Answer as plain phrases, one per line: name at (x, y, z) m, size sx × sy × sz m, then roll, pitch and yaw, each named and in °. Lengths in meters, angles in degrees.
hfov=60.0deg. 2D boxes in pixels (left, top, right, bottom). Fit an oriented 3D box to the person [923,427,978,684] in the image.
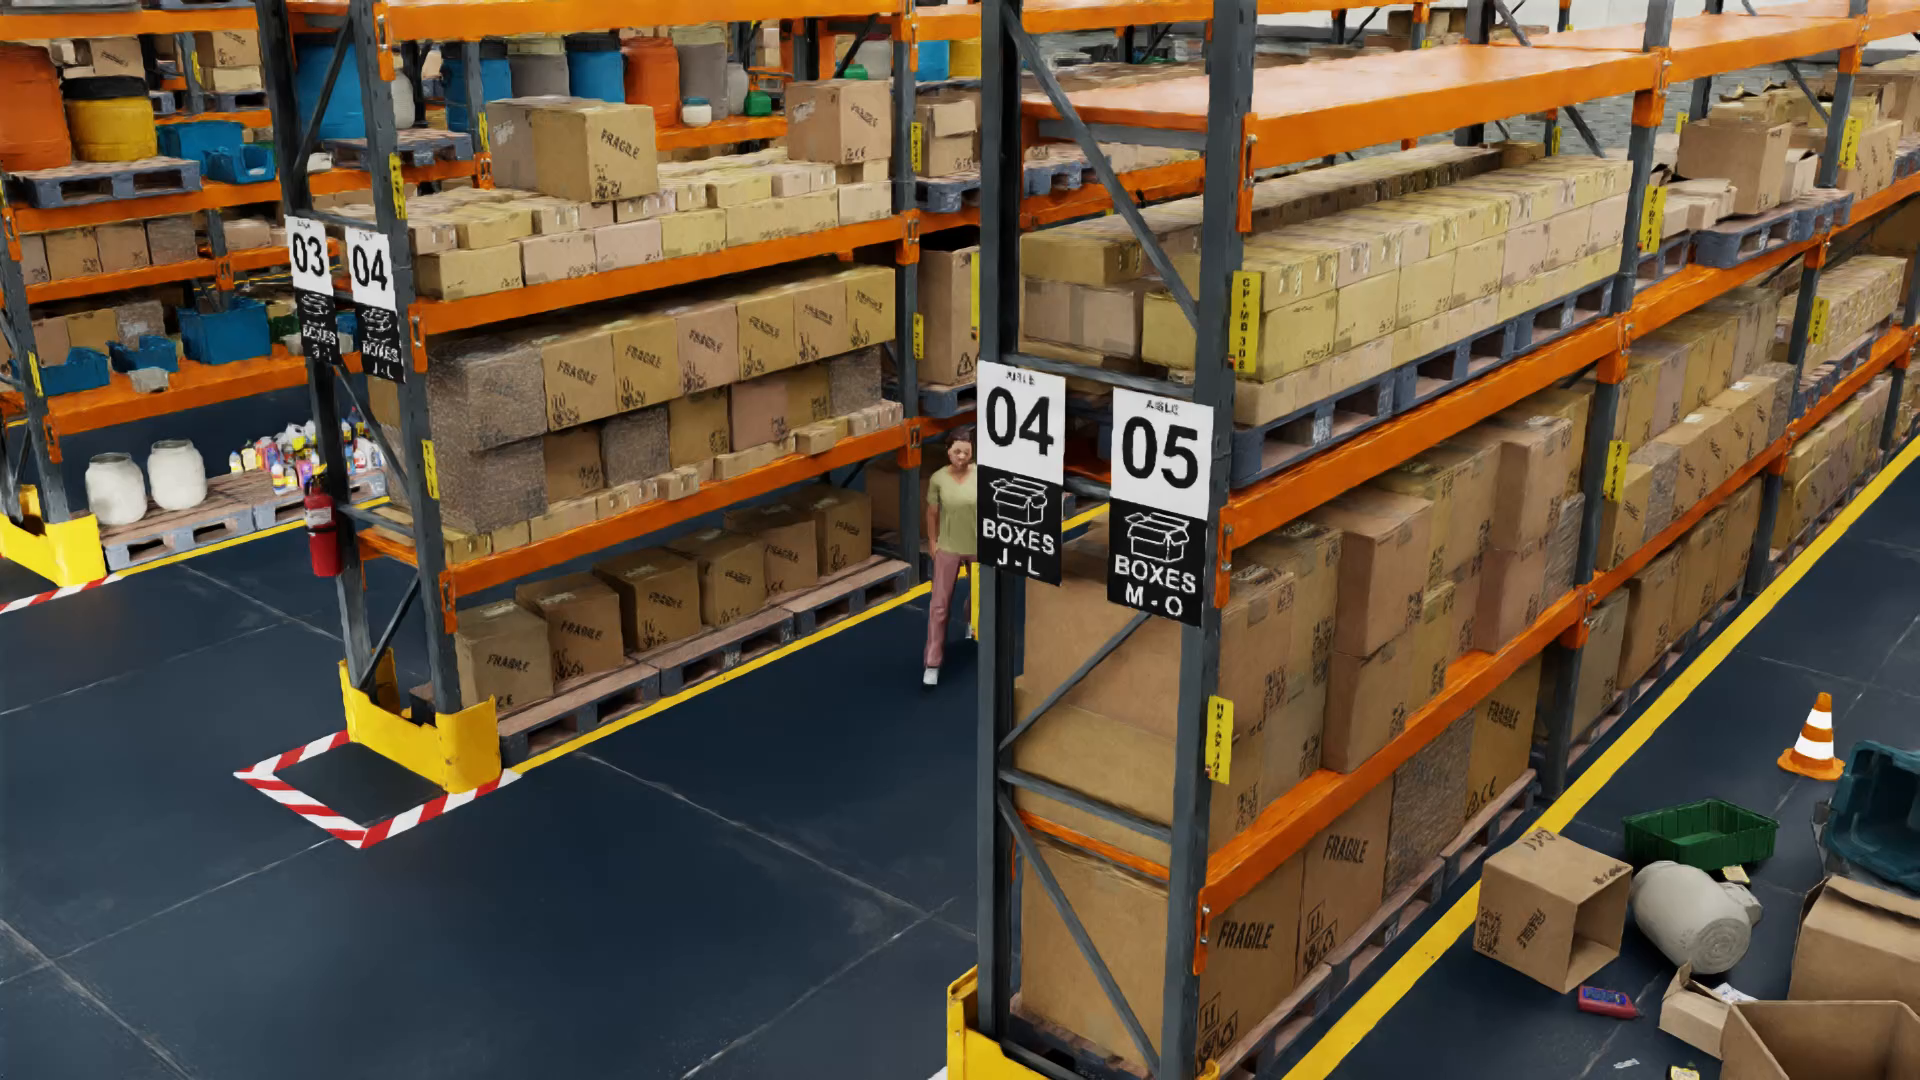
person at (-0.034, 0.051, 10.956) m, size 0.528 × 1.636 × 0.895 m, roll -3°, pitch 20°, yaw -8°
